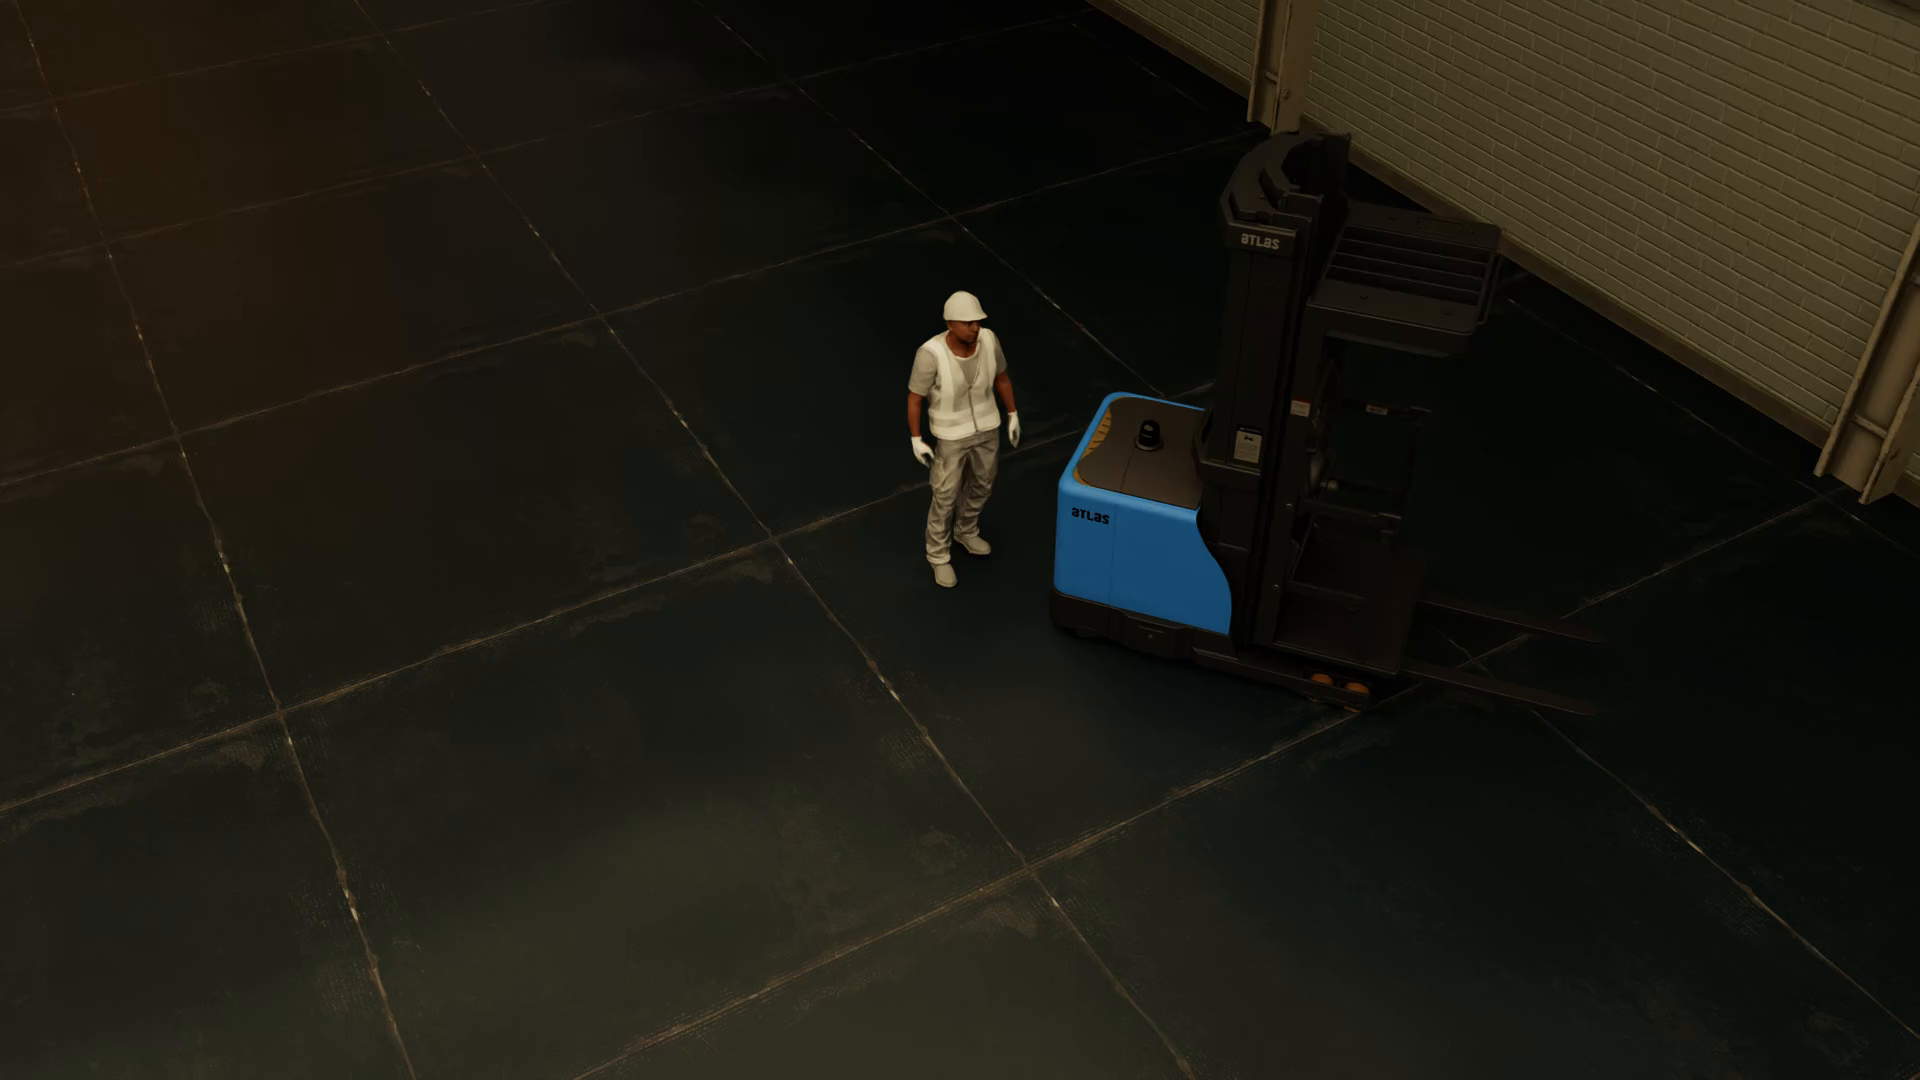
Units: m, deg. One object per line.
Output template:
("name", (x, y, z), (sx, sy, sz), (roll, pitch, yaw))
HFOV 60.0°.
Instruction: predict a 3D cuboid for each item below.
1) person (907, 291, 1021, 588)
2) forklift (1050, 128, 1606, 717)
("person", (0.053, -0.609, 9.687), (0.681, 1.771, 0.565), (-18, 43, -21))
("forklift", (2.093, -0.564, 8.716), (3.031, 2.935, 1.130), (14, 42, 16))
